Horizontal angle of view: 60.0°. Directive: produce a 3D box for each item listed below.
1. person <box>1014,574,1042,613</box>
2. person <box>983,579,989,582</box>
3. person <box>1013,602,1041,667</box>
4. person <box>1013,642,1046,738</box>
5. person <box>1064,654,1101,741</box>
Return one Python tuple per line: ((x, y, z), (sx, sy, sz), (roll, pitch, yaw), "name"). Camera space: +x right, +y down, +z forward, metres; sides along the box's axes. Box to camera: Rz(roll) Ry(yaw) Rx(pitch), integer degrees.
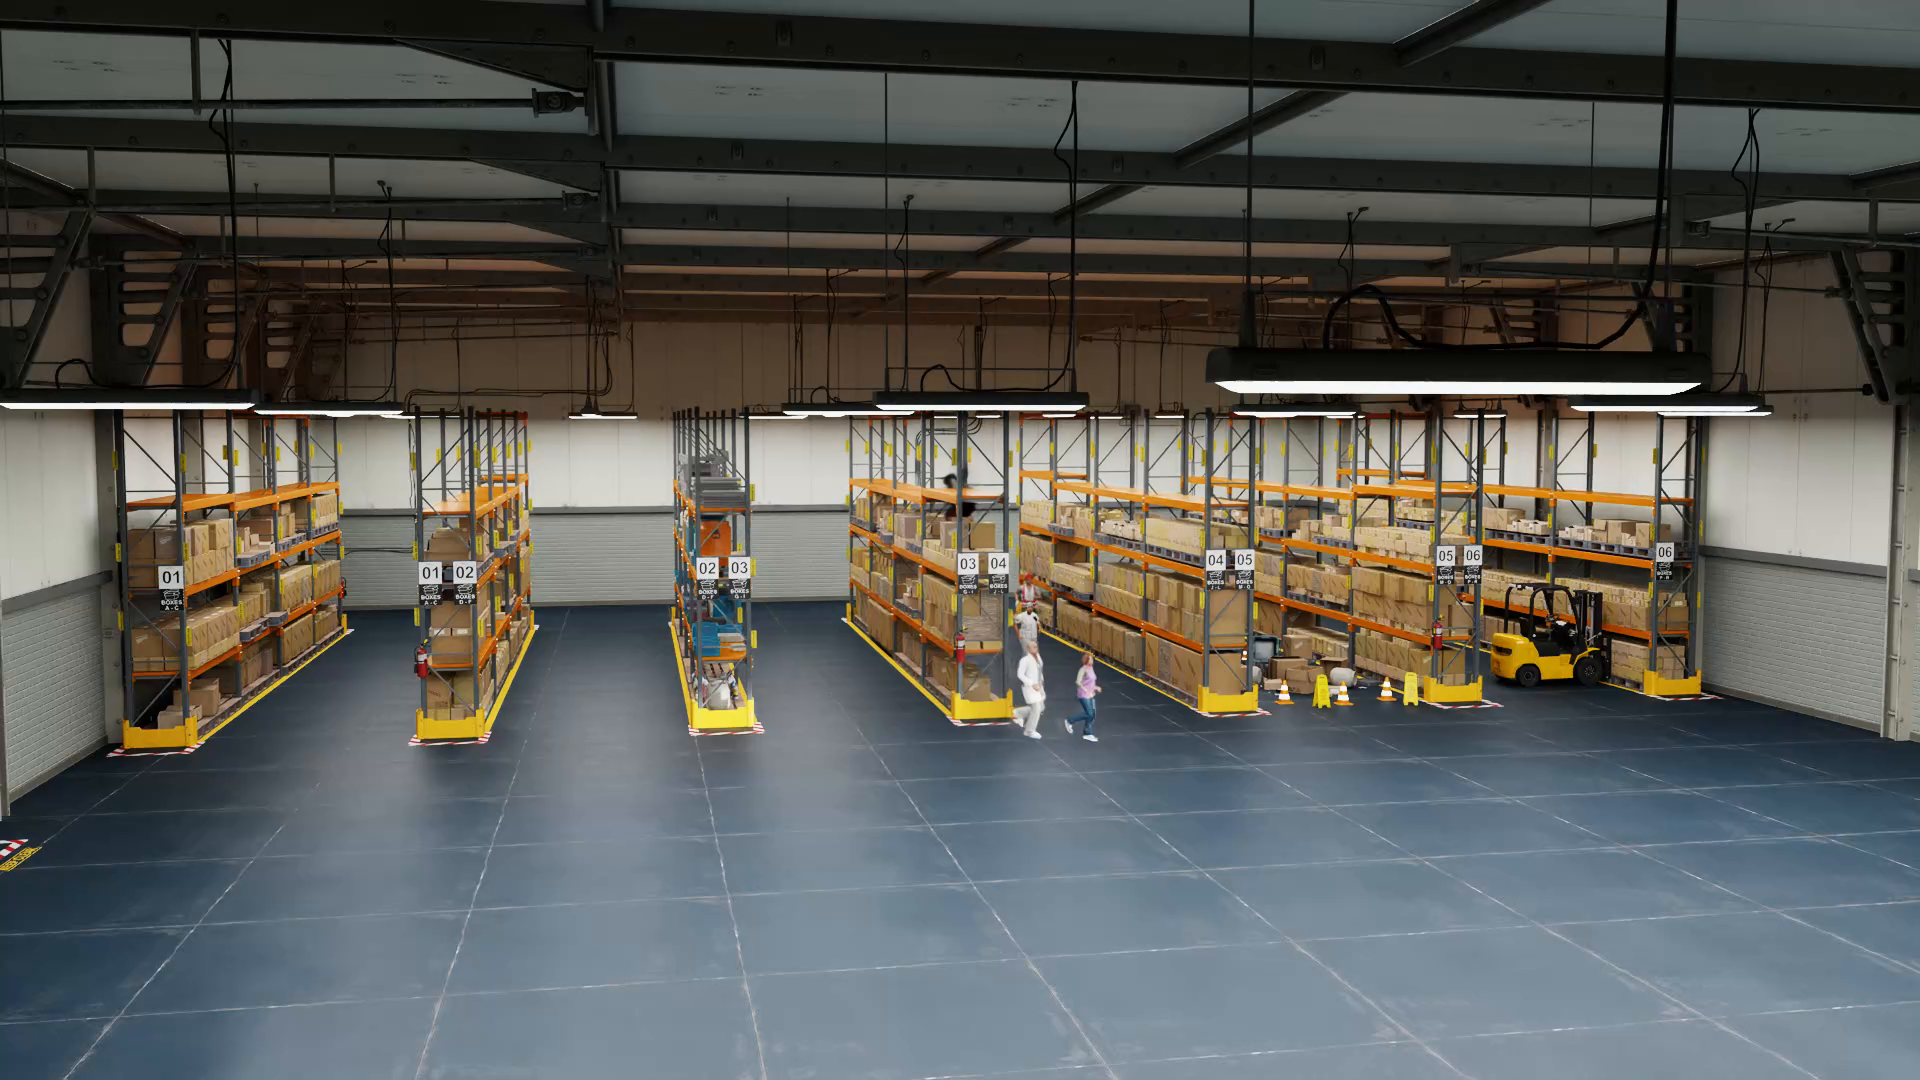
((1.764, 1.764, 42.675), (0.661, 1.785, 0.979), (-1, 4, -11), "person")
((0.652, 1.495, 47.260), (0.713, 1.740, 0.675), (0, 4, -6), "person")
((1.574, 2.225, 37.689), (0.612, 1.636, 0.569), (-2, 4, -21), "person")
((1.256, 2.713, 30.269), (0.709, 1.762, 0.722), (3, 5, 36), "person")
((2.217, 2.823, 29.976), (0.598, 1.578, 0.538), (2, 4, 25), "person")
